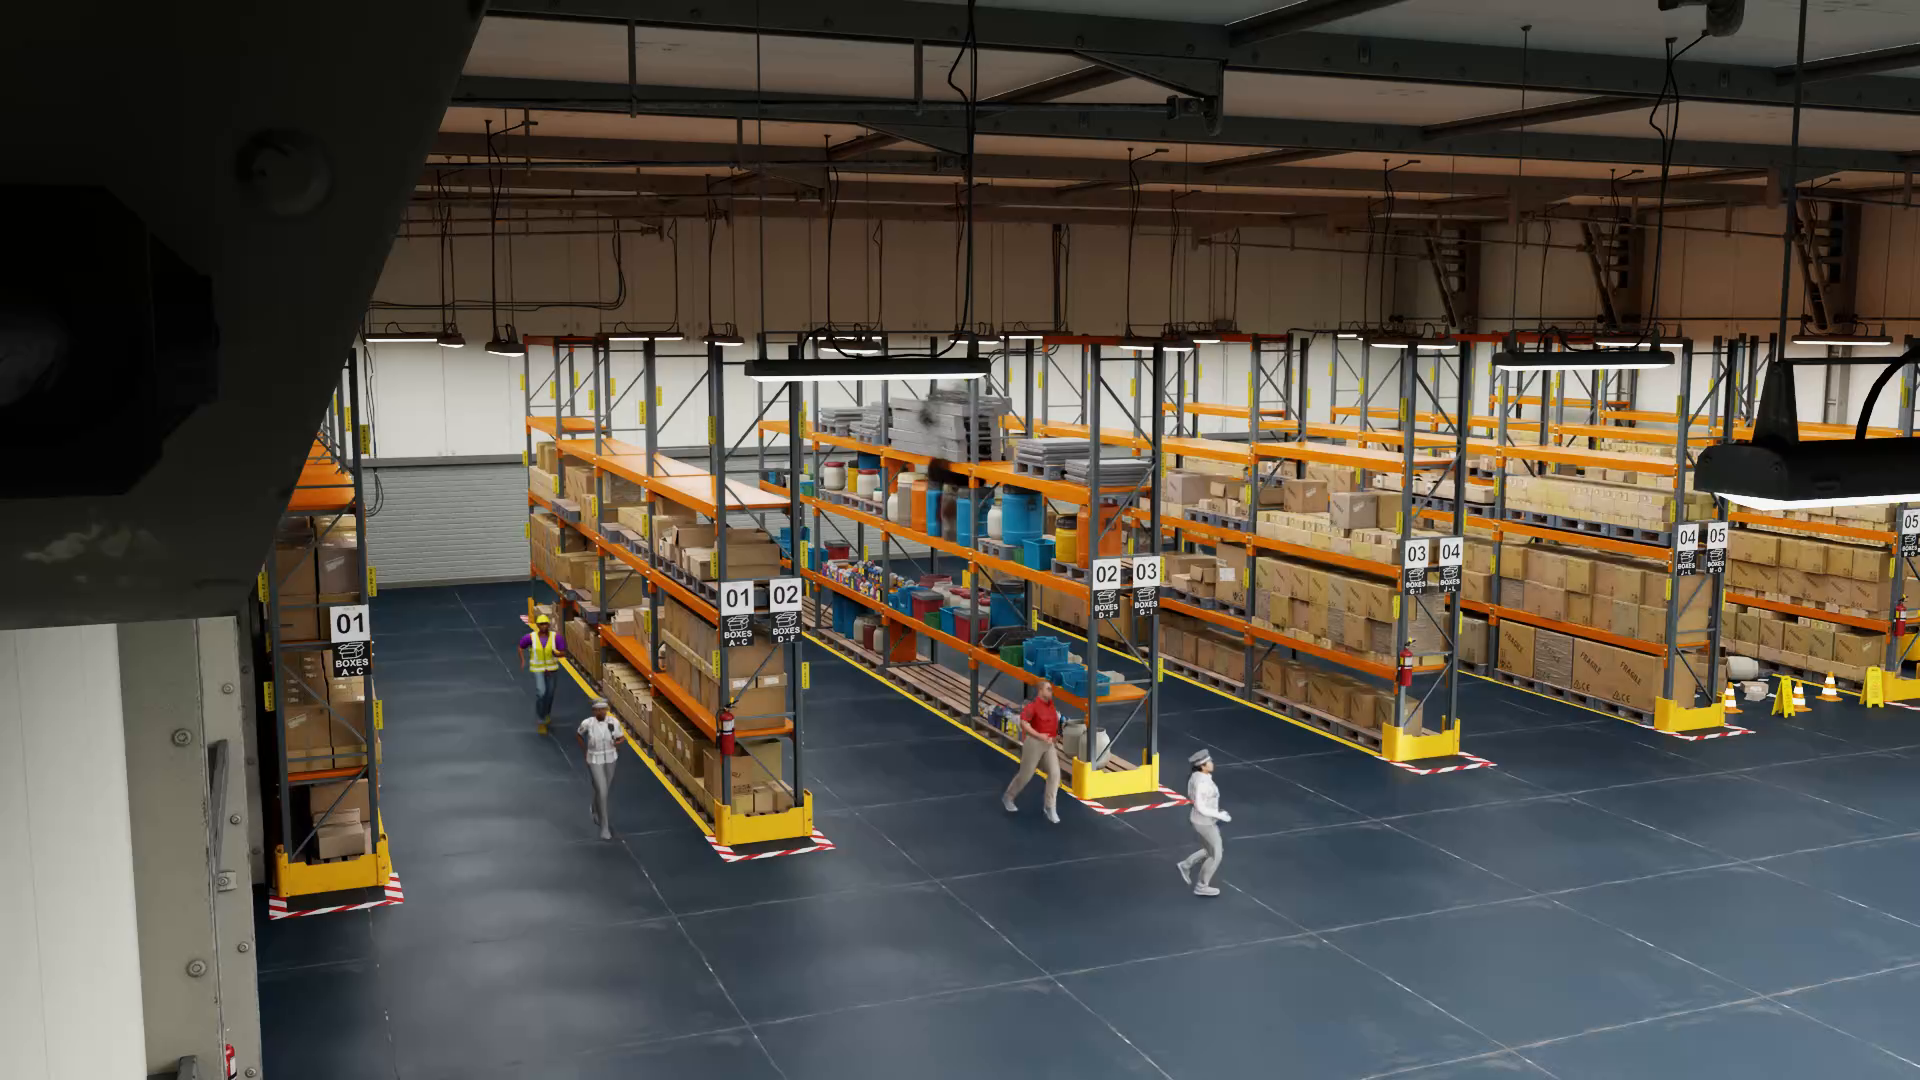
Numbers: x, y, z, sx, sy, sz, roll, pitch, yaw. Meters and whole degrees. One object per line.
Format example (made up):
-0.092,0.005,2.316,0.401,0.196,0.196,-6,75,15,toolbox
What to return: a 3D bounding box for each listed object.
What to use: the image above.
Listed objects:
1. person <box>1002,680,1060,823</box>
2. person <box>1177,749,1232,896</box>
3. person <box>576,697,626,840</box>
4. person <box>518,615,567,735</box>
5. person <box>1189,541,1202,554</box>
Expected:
1.034,2.676,21.288,0.740,1.758,0.852,-7,11,-44,person
2.695,3.095,18.269,0.551,1.648,0.612,0,8,3,person
-4.422,2.774,20.593,0.553,1.753,0.799,-4,9,-30,person
-6.416,2.051,25.652,0.674,1.828,0.782,-4,8,-27,person
5.974,-0.135,42.077,0.785,1.834,0.688,-5,9,-35,person
